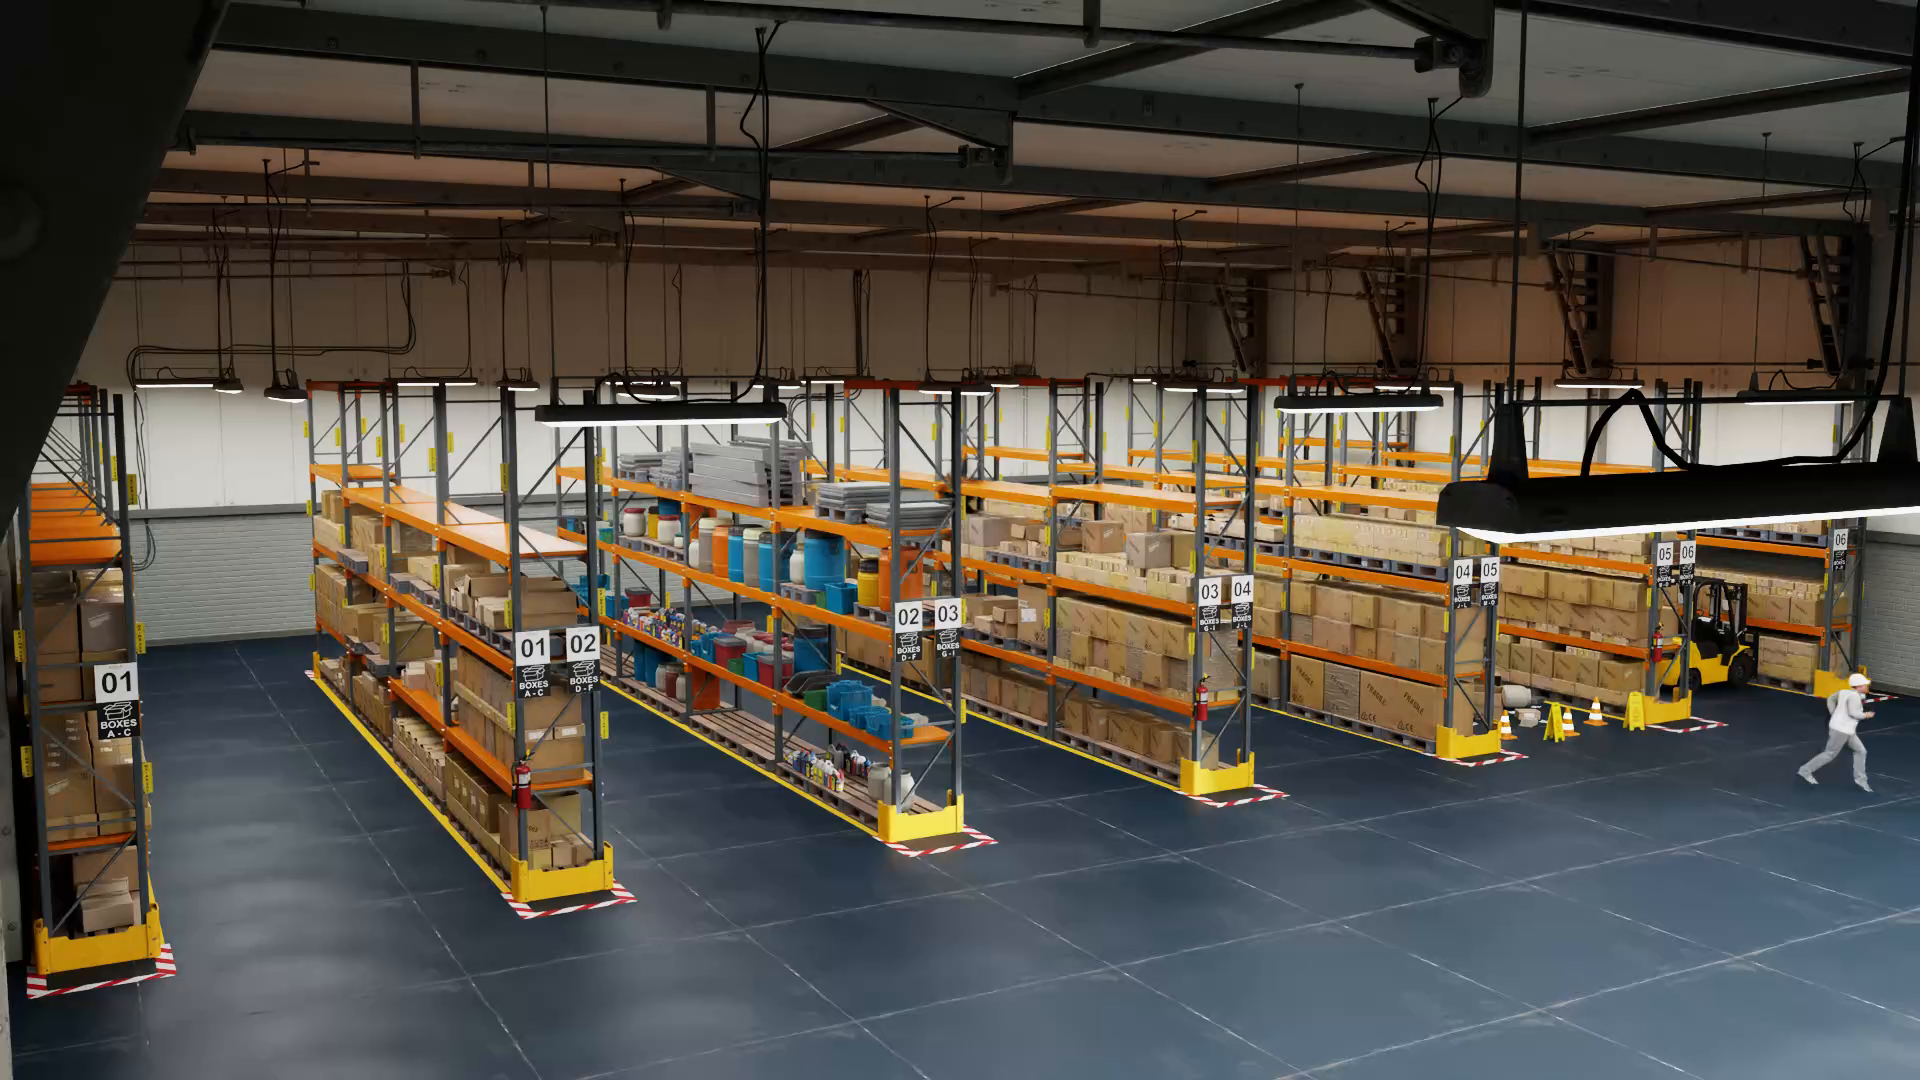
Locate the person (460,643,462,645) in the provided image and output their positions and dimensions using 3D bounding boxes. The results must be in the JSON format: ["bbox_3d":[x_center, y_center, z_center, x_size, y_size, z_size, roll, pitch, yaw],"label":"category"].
[{"bbox_3d":[-9.774,1.976,32.992,0.701,1.734,0.692,-5,8,-41],"label":"person"}]

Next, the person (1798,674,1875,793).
[{"bbox_3d":[13.012,2.852,24.645,1.013,1.787,0.657,3,7,23],"label":"person"}]
